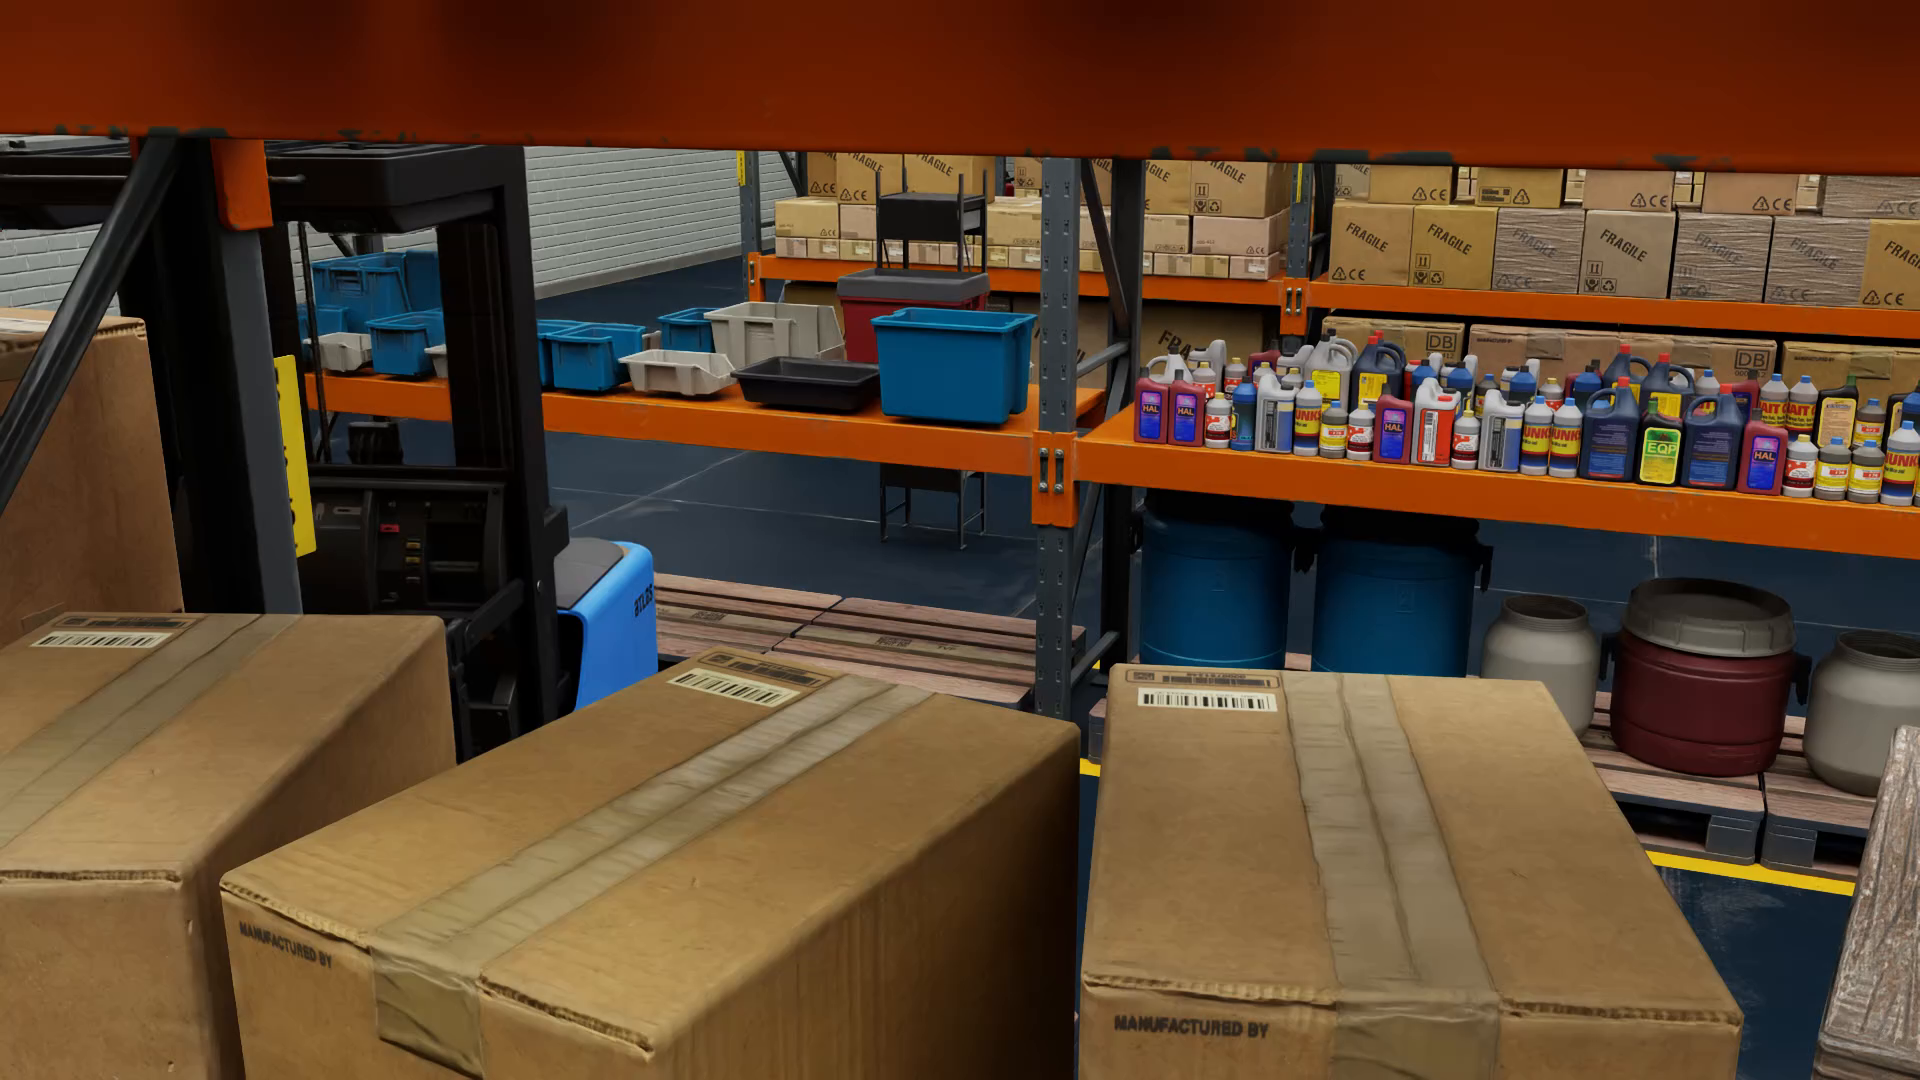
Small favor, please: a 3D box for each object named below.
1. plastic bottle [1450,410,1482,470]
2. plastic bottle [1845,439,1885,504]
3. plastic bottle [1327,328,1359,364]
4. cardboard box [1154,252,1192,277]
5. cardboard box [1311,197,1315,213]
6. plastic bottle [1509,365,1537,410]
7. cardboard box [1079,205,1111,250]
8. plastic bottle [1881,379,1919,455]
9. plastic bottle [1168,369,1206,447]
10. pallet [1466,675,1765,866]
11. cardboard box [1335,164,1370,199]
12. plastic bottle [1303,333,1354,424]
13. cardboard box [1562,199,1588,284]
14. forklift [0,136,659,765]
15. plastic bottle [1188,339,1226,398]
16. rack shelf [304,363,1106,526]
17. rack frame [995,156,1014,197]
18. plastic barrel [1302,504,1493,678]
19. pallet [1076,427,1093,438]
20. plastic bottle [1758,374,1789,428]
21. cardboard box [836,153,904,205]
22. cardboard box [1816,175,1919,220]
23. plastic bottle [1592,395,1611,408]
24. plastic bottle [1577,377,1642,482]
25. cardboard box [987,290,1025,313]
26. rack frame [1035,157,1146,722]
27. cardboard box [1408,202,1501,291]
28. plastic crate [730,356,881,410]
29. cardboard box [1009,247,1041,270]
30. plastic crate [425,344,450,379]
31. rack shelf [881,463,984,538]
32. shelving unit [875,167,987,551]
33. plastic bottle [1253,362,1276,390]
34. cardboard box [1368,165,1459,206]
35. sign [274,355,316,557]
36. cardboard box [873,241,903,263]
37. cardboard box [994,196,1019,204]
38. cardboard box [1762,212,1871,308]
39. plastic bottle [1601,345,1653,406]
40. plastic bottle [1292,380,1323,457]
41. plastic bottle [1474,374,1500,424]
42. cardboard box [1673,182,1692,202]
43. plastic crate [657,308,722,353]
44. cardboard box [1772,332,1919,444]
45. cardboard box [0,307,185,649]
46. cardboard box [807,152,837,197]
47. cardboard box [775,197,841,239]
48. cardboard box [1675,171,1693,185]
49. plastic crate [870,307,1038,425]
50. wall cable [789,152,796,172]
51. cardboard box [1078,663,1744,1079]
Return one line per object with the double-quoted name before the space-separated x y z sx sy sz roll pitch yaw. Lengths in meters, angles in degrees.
"plastic bottle" 1.789 -0.355 5.874 0.097 0.201 0.097 0 16 0
"plastic bottle" 2.959 -0.227 5.430 0.097 0.201 0.097 0 16 0
"plastic bottle" 1.514 -0.678 6.716 0.185 0.351 0.144 6 17 21
"cardboard box" 1.474 -1.873 11.197 0.250 0.149 0.380 6 17 20
"cardboard box" 3.412 -3.160 15.629 0.250 0.149 0.380 7 18 23
"plastic bottle" 2.146 -0.532 6.355 0.097 0.271 0.097 0 16 0
"cardboard box" 0.892 -2.148 11.426 0.500 0.250 0.500 7 17 22
"plastic bottle" 3.438 -0.446 6.040 0.133 0.283 0.061 6 17 21
"plastic bottle" 0.848 -0.493 6.200 0.133 0.283 0.061 6 17 21
"pallet" 2.380 0.843 6.392 1.213 0.211 1.003 6 17 21
"cardboard box" 3.717 -3.438 15.424 0.500 0.500 0.500 6 17 21
"plastic bottle" 1.461 -0.640 6.588 0.185 0.351 0.144 6 17 21
"cardboard box" 3.838 -1.962 10.873 0.500 0.500 0.500 6 17 20
"forklift" -1.714 0.023 4.338 1.130 2.935 3.031 2 16 5
"plastic bottle" 1.024 -0.695 6.908 0.135 0.276 0.152 6 17 21
"rack shelf" -1.321 -0.570 7.546 4.000 0.370 1.077 6 17 21
"rack frame" 0.549 -3.680 16.971 0.127 3.000 1.000 6 17 21
"plastic barrel" 1.698 0.228 6.519 0.708 0.901 0.600 6 17 21
"pallet" 0.539 -0.878 12.321 1.213 0.211 1.003 6 17 21
"plastic bottle" 3.019 -0.481 6.182 0.097 0.271 0.097 0 16 0
"cardboard box" -0.552 -2.665 11.864 0.500 0.500 0.500 6 17 19
"cardboard box" 5.403 -2.195 9.875 0.637 0.503 0.797 7 18 23
"plastic bottle" 2.239 -0.383 5.842 0.097 0.271 0.097 0 16 0
"plastic bottle" 2.235 -0.385 5.708 0.185 0.351 0.144 6 17 21
"cardboard box" 0.107 -1.448 12.338 0.875 0.875 0.875 6 17 21
"rack frame" 0.539 -0.711 6.741 0.127 3.000 1.000 6 17 21
"cardboard box" 3.161 -1.880 10.590 0.500 0.500 0.500 6 17 21
"plastic crate" -0.601 -0.652 6.925 0.590 0.125 0.437 6 17 21
"cardboard box" 0.521 -1.978 11.559 0.250 0.149 0.380 7 17 22
"plastic crate" -2.174 -0.788 7.372 0.298 0.136 0.250 6 17 21
"rack shelf" -0.154 -0.340 9.638 0.480 0.518 0.431 6 17 21
"shelving unit" -0.154 -1.025 9.439 0.503 2.100 0.431 6 17 21
"plastic bottle" 1.244 -0.624 6.801 0.097 0.201 0.097 0 16 0
"cardboard box" 2.954 -2.462 10.794 0.637 0.503 0.797 6 17 19
"sign" -1.082 -0.127 2.653 0.005 0.325 0.100 6 17 21
"cardboard box" -0.435 -2.083 11.921 0.250 0.149 0.380 6 17 20
"cardboard box" 0.129 -2.390 12.263 0.500 0.250 0.500 6 17 19
"cardboard box" 5.066 -1.673 9.876 0.500 0.500 0.500 6 17 20
"plastic bottle" 2.539 -0.565 6.328 0.185 0.351 0.144 6 17 21
"plastic bottle" 1.268 -0.446 6.061 0.097 0.271 0.097 0 16 0
"plastic bottle" 2.076 -0.551 6.548 0.097 0.201 0.097 0 16 0
"cardboard box" 6.172 -3.007 14.348 0.250 0.149 0.380 7 18 22
"plastic crate" -1.177 -0.925 7.671 0.300 0.233 0.416 6 17 21
"cardboard box" 5.443 -0.843 10.256 0.875 0.875 1.225 5 17 18
"cardboard box" -1.617 -0.076 2.581 0.500 0.500 0.500 7 18 22
"cardboard box" -0.815 -2.854 12.513 0.500 0.500 0.500 7 17 21
"cardboard box" -1.017 -2.356 12.144 0.500 0.250 0.500 6 17 19
"cardboard box" 6.164 -3.150 14.307 0.250 0.149 0.380 7 18 22
"plastic crate" -0.020 -0.691 6.595 0.575 0.384 0.392 6 17 21
"wall cable" -2.473 -6.402 24.524 0.122 1.984 0.588 6 17 21
"cardboard box" 0.384 0.489 1.677 0.500 0.500 0.700 2 16 7
